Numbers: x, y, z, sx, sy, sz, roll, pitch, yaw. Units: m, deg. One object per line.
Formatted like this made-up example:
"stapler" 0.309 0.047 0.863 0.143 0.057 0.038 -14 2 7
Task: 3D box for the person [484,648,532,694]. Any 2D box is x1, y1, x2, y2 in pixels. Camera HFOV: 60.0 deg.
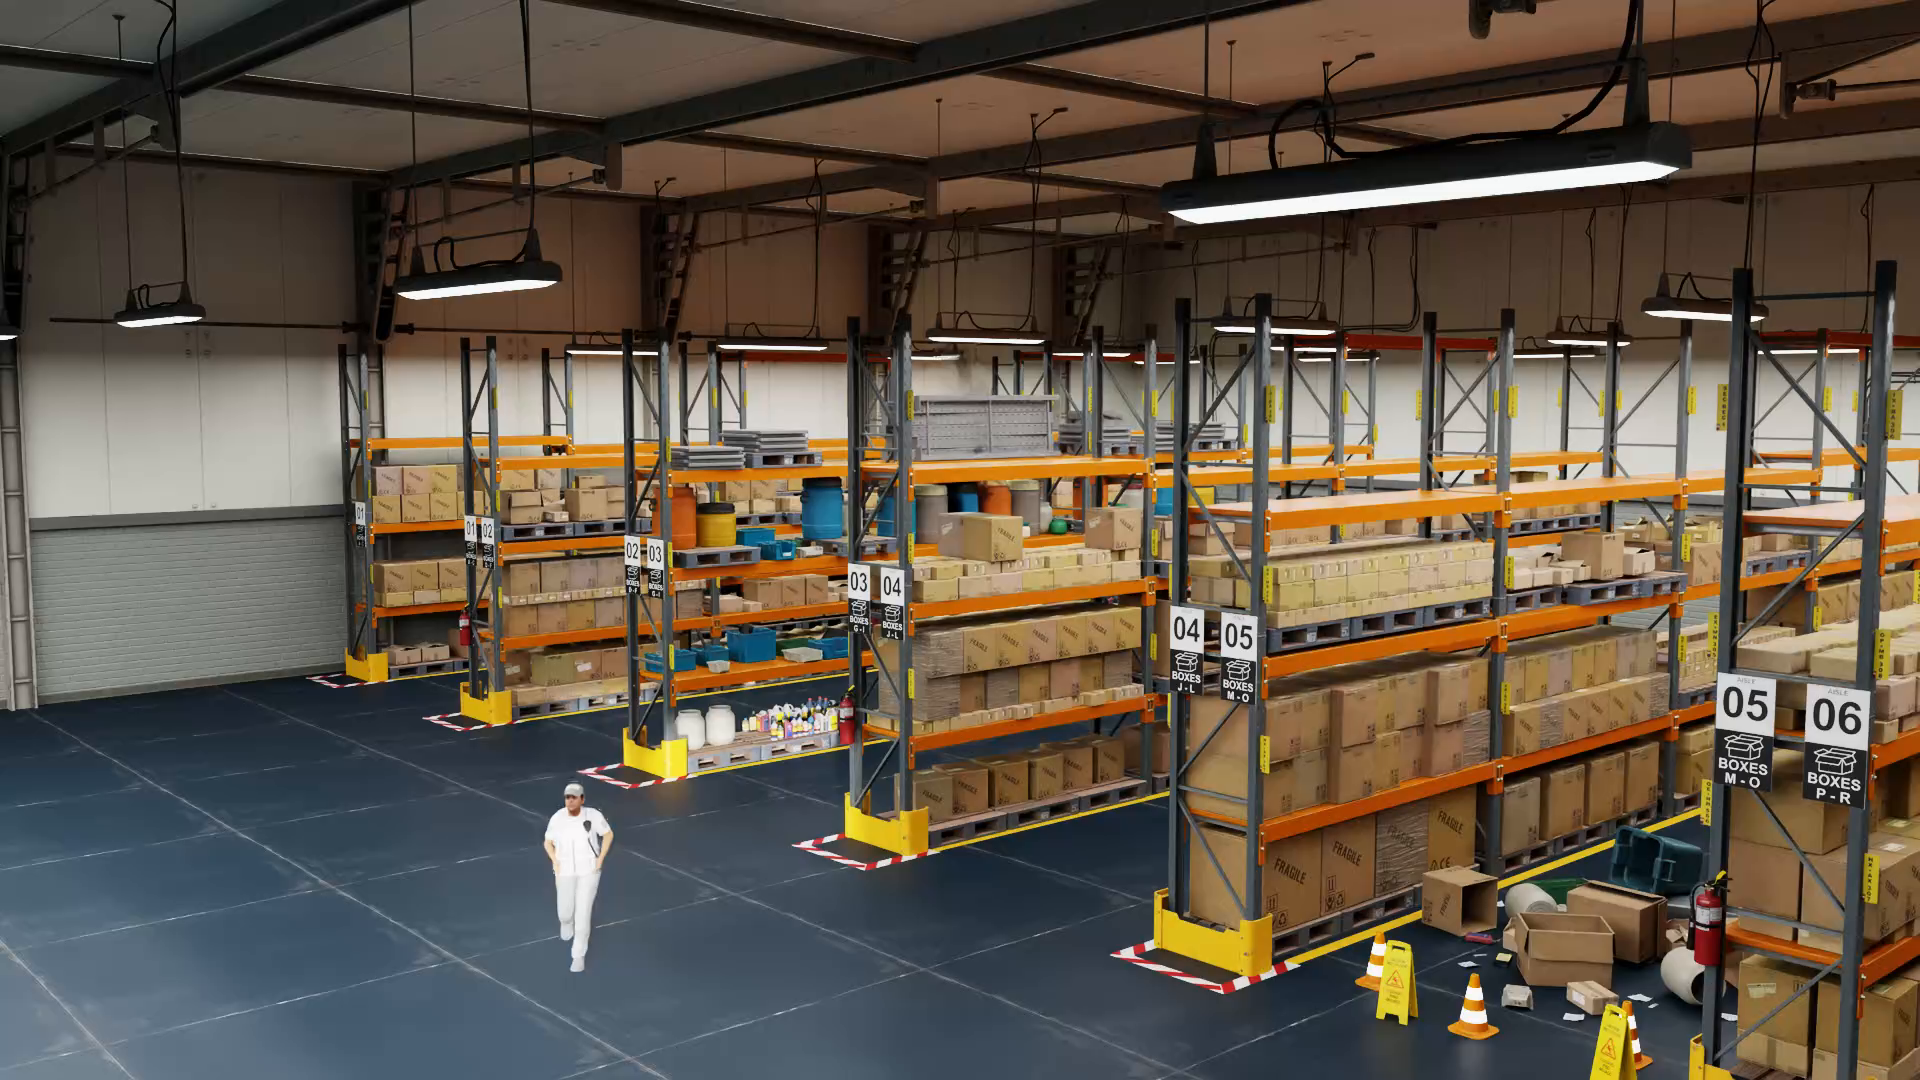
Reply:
"person" -7.748 1.700 28.531 0.692 1.781 0.922 4 7 39

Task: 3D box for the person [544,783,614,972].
"person" -3.459 3.011 15.119 0.613 1.662 0.753 0 5 -4
